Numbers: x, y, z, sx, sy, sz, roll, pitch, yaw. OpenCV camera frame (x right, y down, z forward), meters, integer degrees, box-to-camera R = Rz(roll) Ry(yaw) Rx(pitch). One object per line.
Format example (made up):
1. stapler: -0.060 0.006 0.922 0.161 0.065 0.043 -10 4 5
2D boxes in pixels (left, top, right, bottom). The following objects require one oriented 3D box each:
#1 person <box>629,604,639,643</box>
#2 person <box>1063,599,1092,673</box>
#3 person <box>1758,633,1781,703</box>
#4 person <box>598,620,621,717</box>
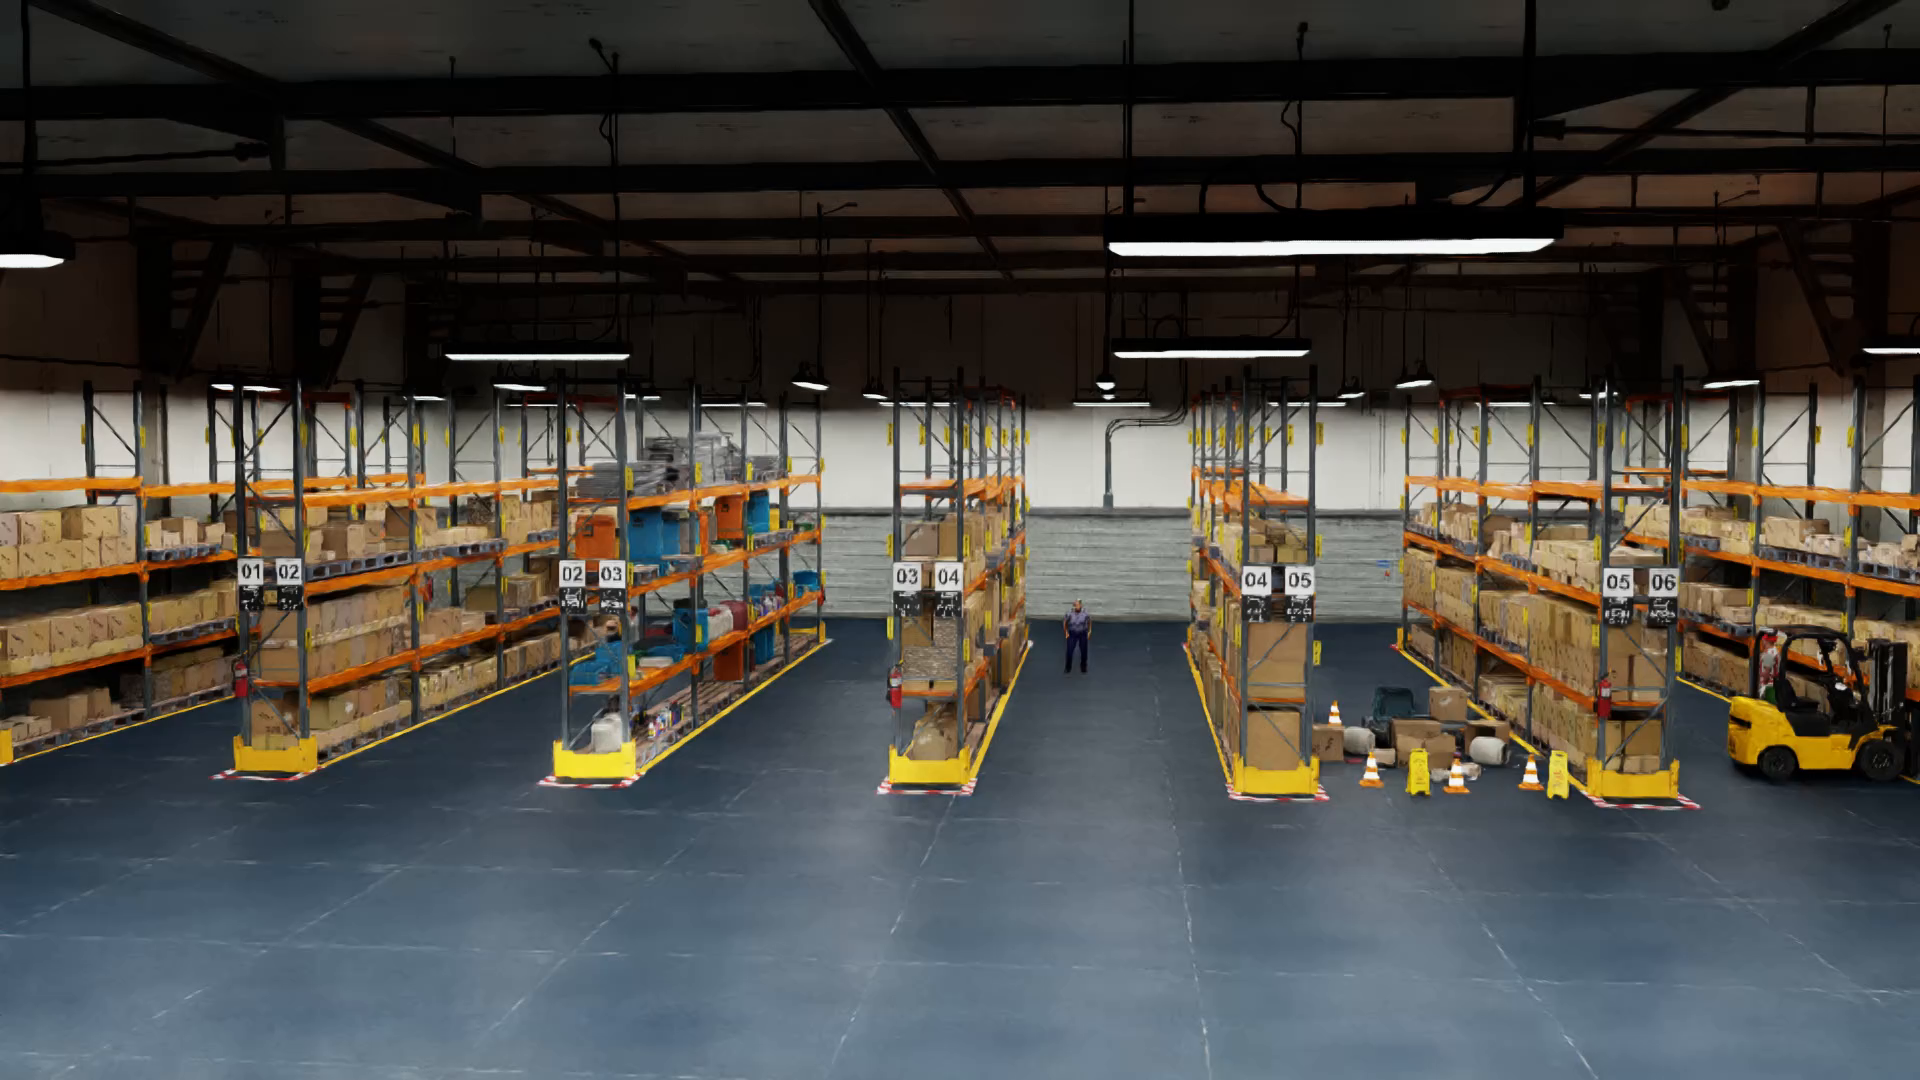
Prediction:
1. person: -6.803 2.076 34.665 0.417 1.517 1.037 0 4 8
2. person: 2.488 2.025 35.223 0.625 1.596 0.510 0 4 4
3. person: 13.269 2.397 27.359 0.581 1.785 0.664 2 4 31
4. person: -6.236 2.280 29.721 0.576 1.718 0.626 2 4 35
